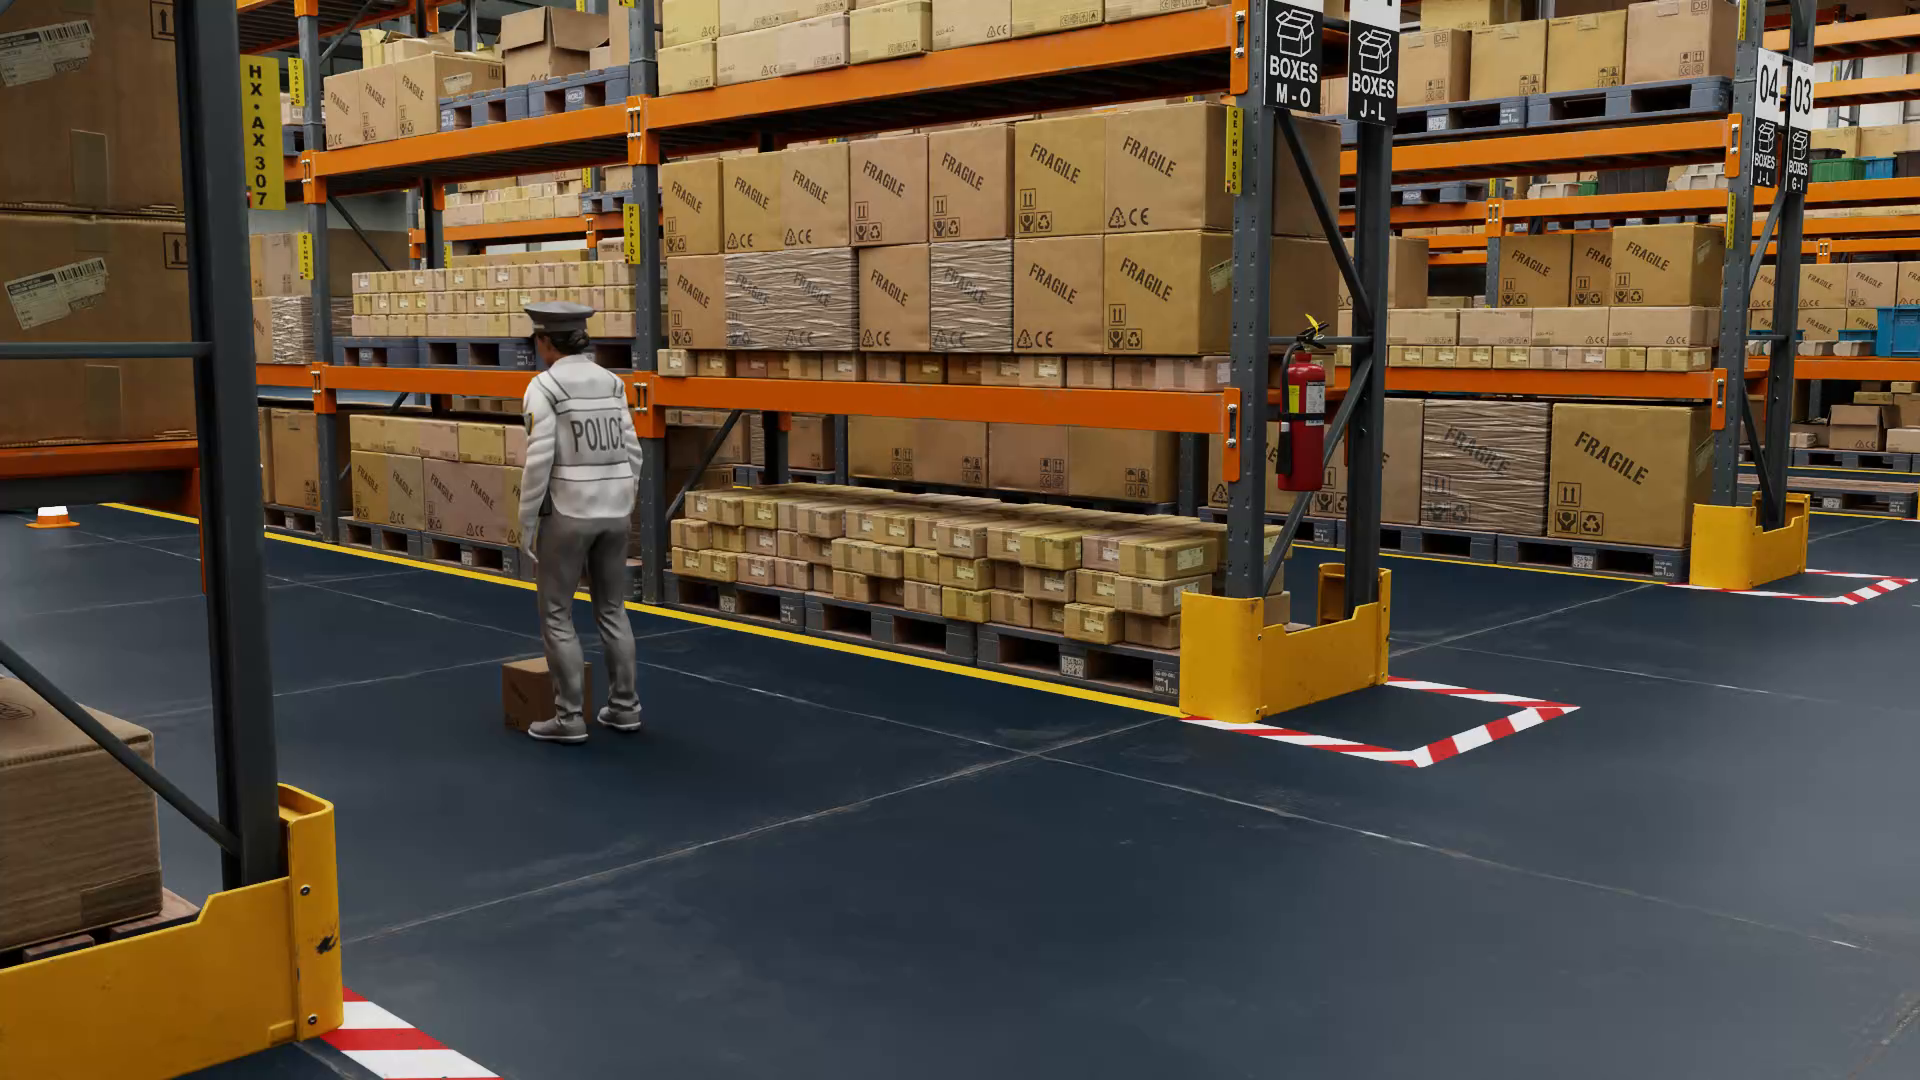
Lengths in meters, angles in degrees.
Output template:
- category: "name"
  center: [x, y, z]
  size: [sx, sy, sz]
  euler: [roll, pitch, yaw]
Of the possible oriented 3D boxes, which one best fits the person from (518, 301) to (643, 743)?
- category: "person"
  center: [-1.445, -0.069, 6.308]
  size: [0.375, 1.661, 0.527]
  euler: [6, 9, 41]
